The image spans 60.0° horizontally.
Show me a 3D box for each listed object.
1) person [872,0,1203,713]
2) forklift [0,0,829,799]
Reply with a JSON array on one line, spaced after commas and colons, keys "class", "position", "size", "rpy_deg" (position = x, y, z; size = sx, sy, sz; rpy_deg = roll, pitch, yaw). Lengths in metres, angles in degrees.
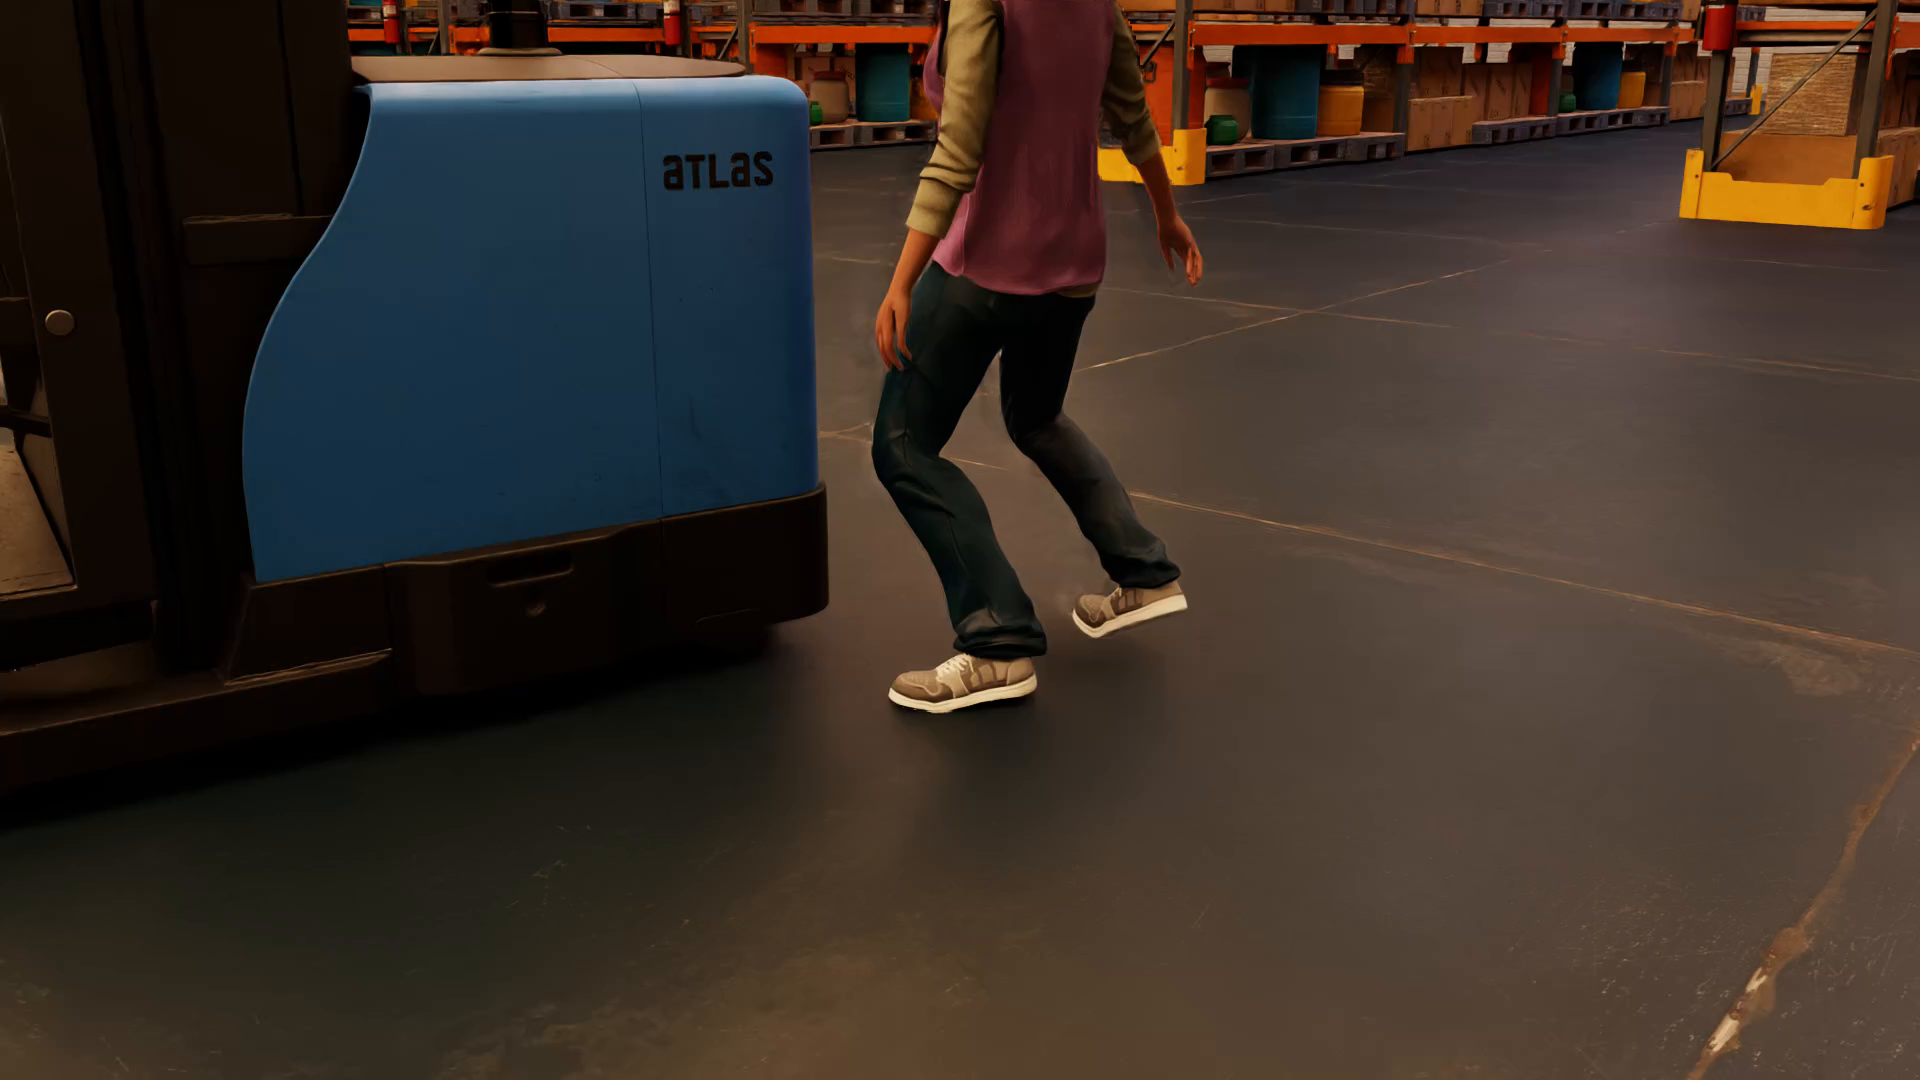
[{"class": "person", "position": [0.163, -0.496, 2.976], "size": [0.446, 1.523, 0.745], "rpy_deg": [16, 23, 41]}, {"class": "forklift", "position": [-1.775, -1.088, 2.482], "size": [3.031, 2.935, 1.130], "rpy_deg": [-11, 20, -31]}]
